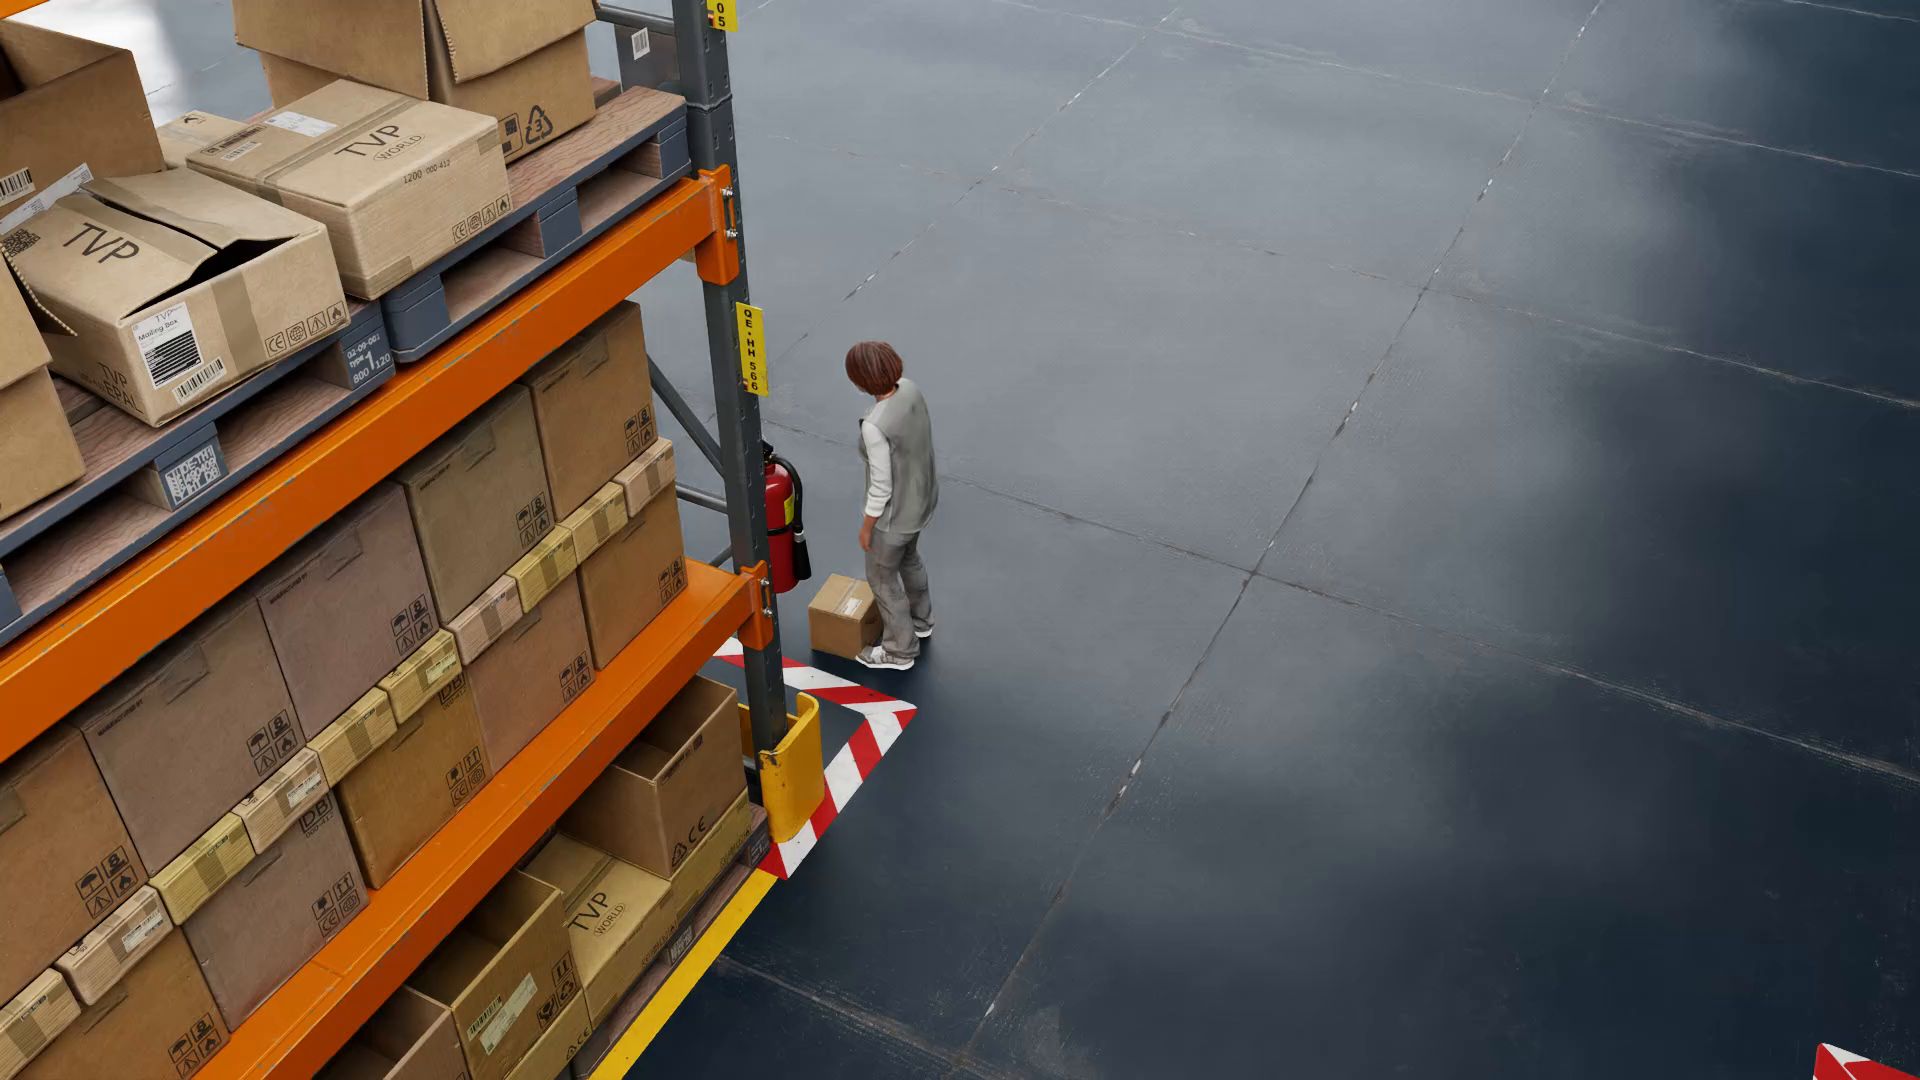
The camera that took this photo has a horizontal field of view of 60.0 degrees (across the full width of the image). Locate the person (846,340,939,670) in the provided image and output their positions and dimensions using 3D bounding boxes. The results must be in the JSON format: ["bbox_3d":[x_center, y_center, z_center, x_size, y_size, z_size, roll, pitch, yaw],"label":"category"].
[{"bbox_3d":[-0.273,-0.134,6.924,0.345,1.593,0.465,15,41,18],"label":"person"}]
